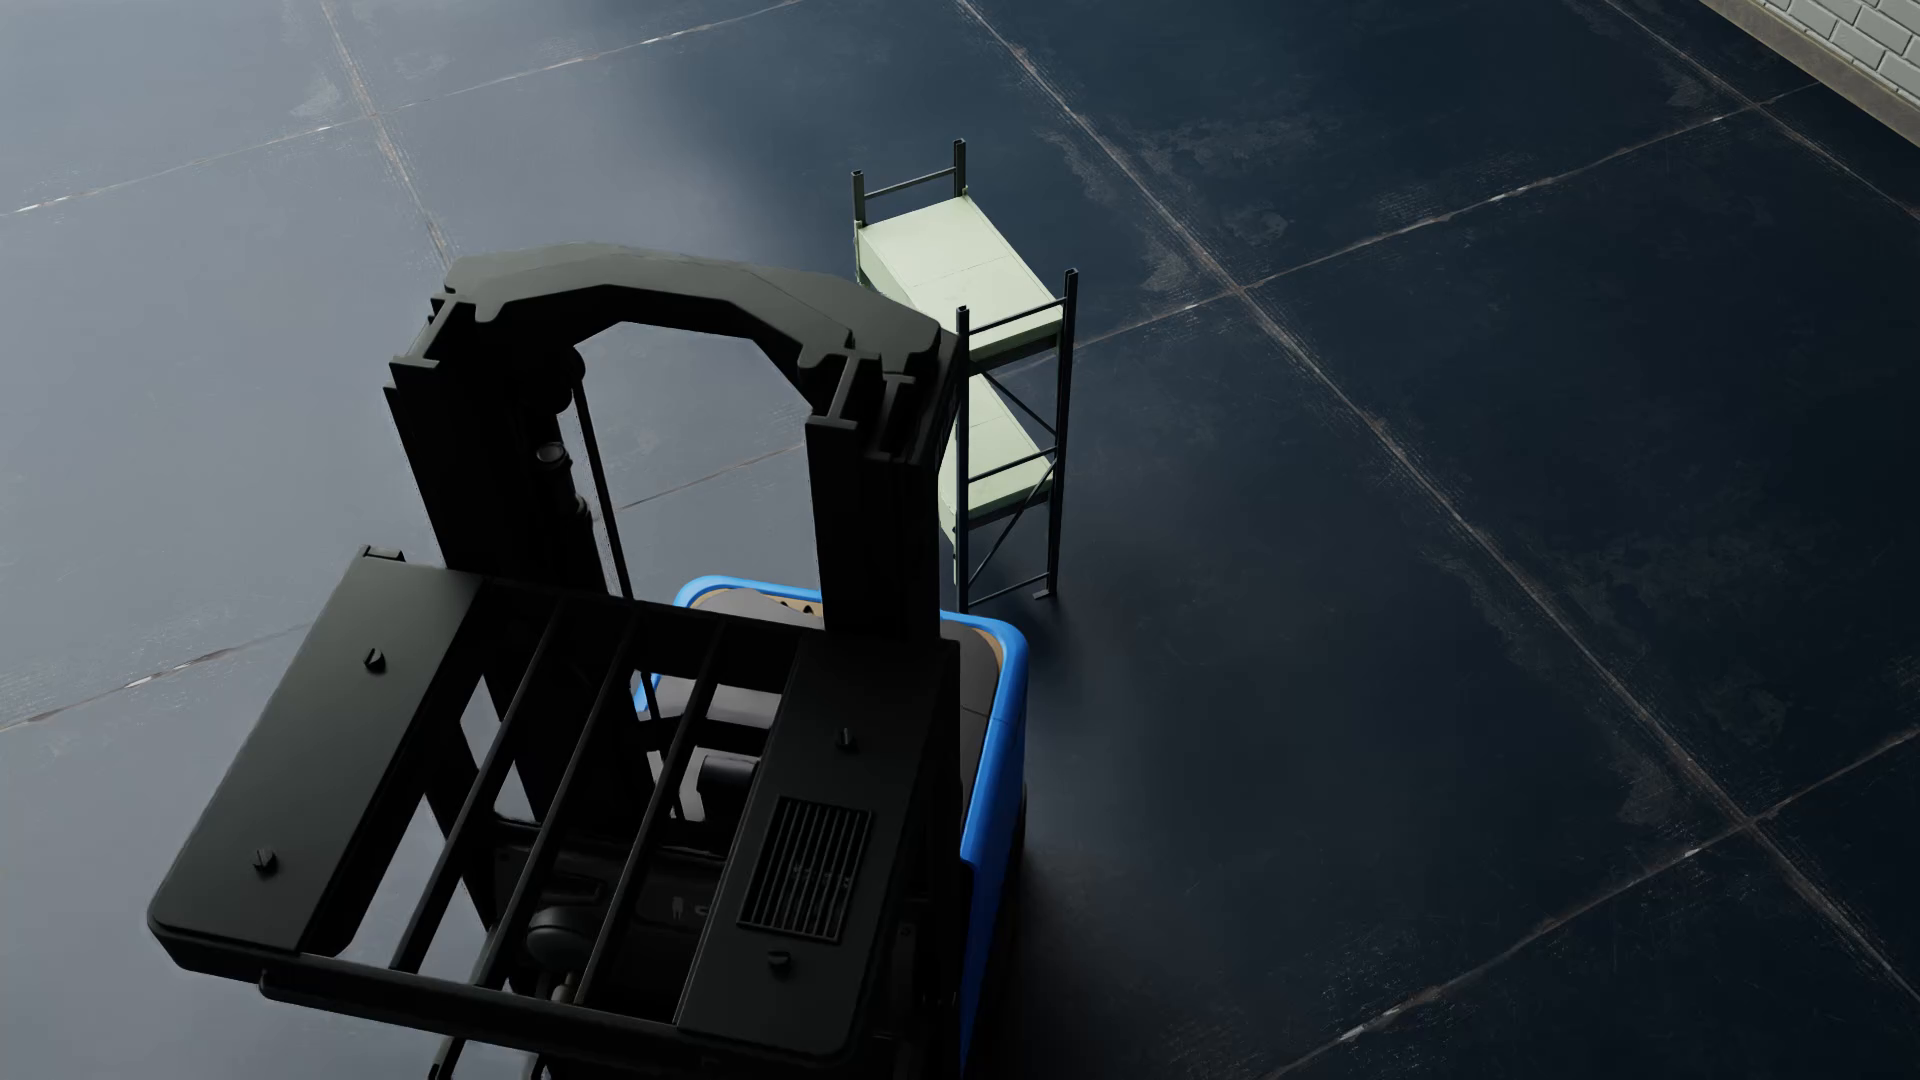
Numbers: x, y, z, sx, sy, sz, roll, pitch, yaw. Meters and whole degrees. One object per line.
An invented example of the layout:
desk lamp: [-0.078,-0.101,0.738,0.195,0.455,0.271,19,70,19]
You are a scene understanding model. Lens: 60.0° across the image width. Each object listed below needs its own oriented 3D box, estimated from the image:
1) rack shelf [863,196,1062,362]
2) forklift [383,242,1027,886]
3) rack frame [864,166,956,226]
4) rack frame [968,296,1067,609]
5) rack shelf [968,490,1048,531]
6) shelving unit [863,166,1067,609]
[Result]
rack shelf: [0.003,-0.834,5.287,0.368,0.052,0.686,-21,52,-18]
forklift: [-0.601,0.989,3.438,1.109,2.935,3.031,9,49,8]
rack frame: [-0.163,-0.735,5.896,0.380,1.308,0.010,-21,52,-18]
rack frame: [0.172,-0.245,5.468,0.380,1.308,0.010,-21,52,-18]
rack shelf: [0.003,-0.322,5.873,0.332,0.071,0.664,-21,52,-18]
shelving unit: [0.004,-0.490,5.682,0.380,1.308,0.742,-21,52,-18]
